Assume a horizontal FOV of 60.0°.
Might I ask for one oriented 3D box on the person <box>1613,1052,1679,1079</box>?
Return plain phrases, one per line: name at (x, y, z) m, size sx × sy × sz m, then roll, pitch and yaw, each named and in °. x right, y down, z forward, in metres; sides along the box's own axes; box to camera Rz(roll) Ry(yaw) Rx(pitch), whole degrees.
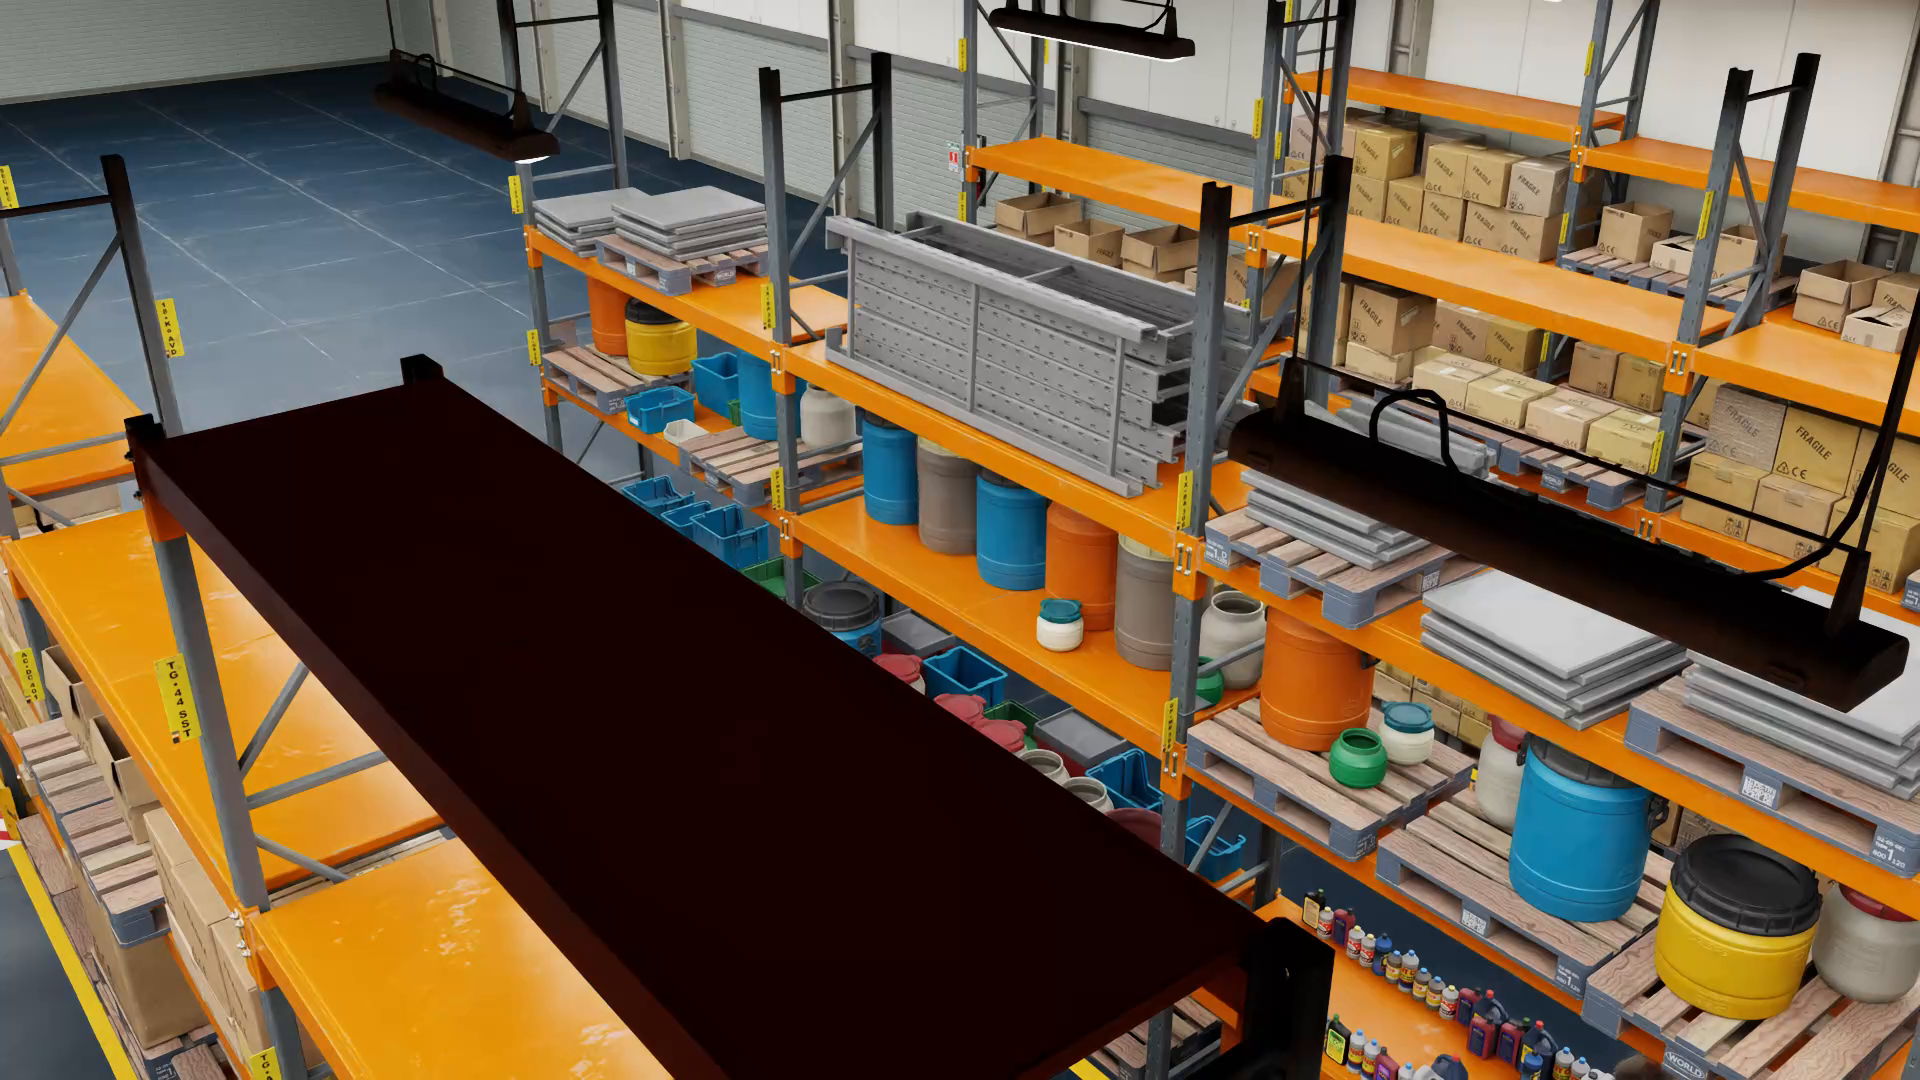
person at (4.292, 3.117, 9.966) m, size 0.670 × 1.639 × 0.736 m, roll -12°, pitch 28°, yaw -24°
